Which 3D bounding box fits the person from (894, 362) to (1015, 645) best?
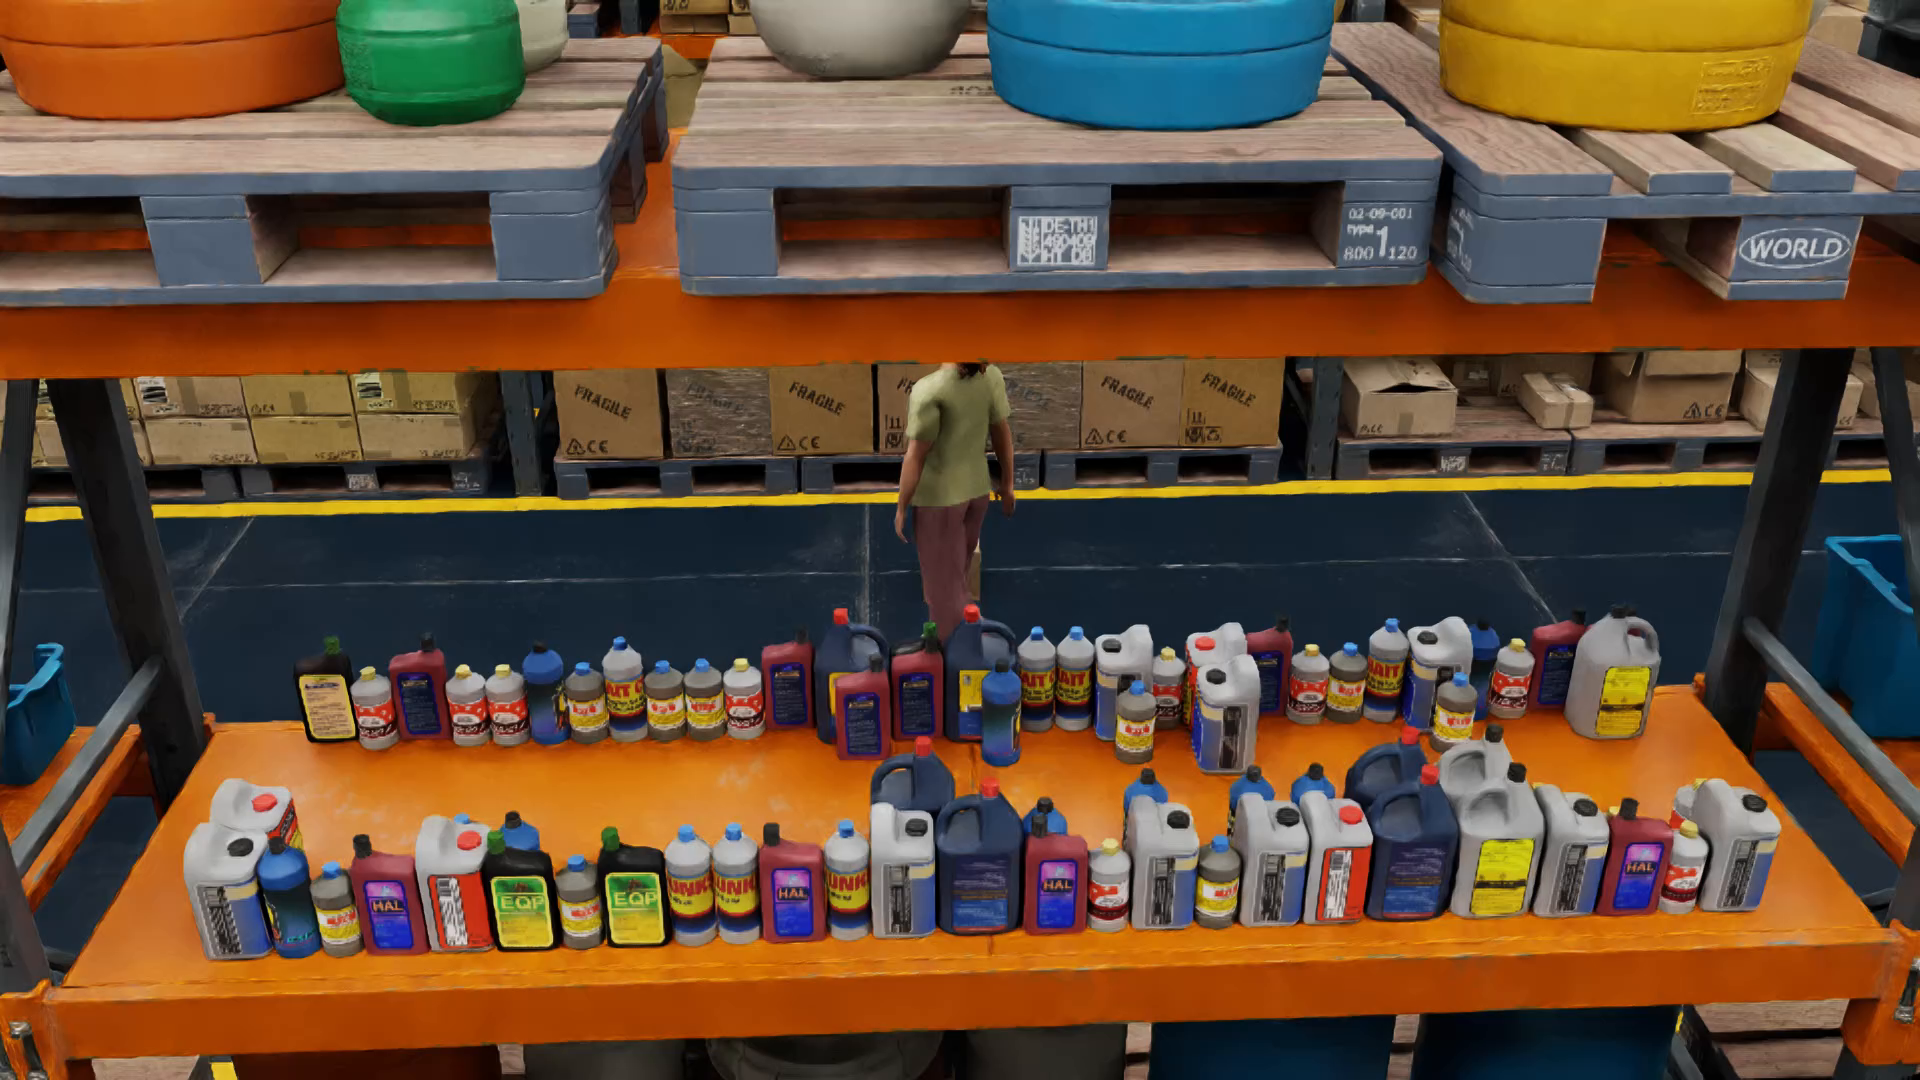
[{"bbox_3d":[-0.025,-0.148,6.416,0.513,1.654,0.639,-24,36,-38],"label":"person"}]
